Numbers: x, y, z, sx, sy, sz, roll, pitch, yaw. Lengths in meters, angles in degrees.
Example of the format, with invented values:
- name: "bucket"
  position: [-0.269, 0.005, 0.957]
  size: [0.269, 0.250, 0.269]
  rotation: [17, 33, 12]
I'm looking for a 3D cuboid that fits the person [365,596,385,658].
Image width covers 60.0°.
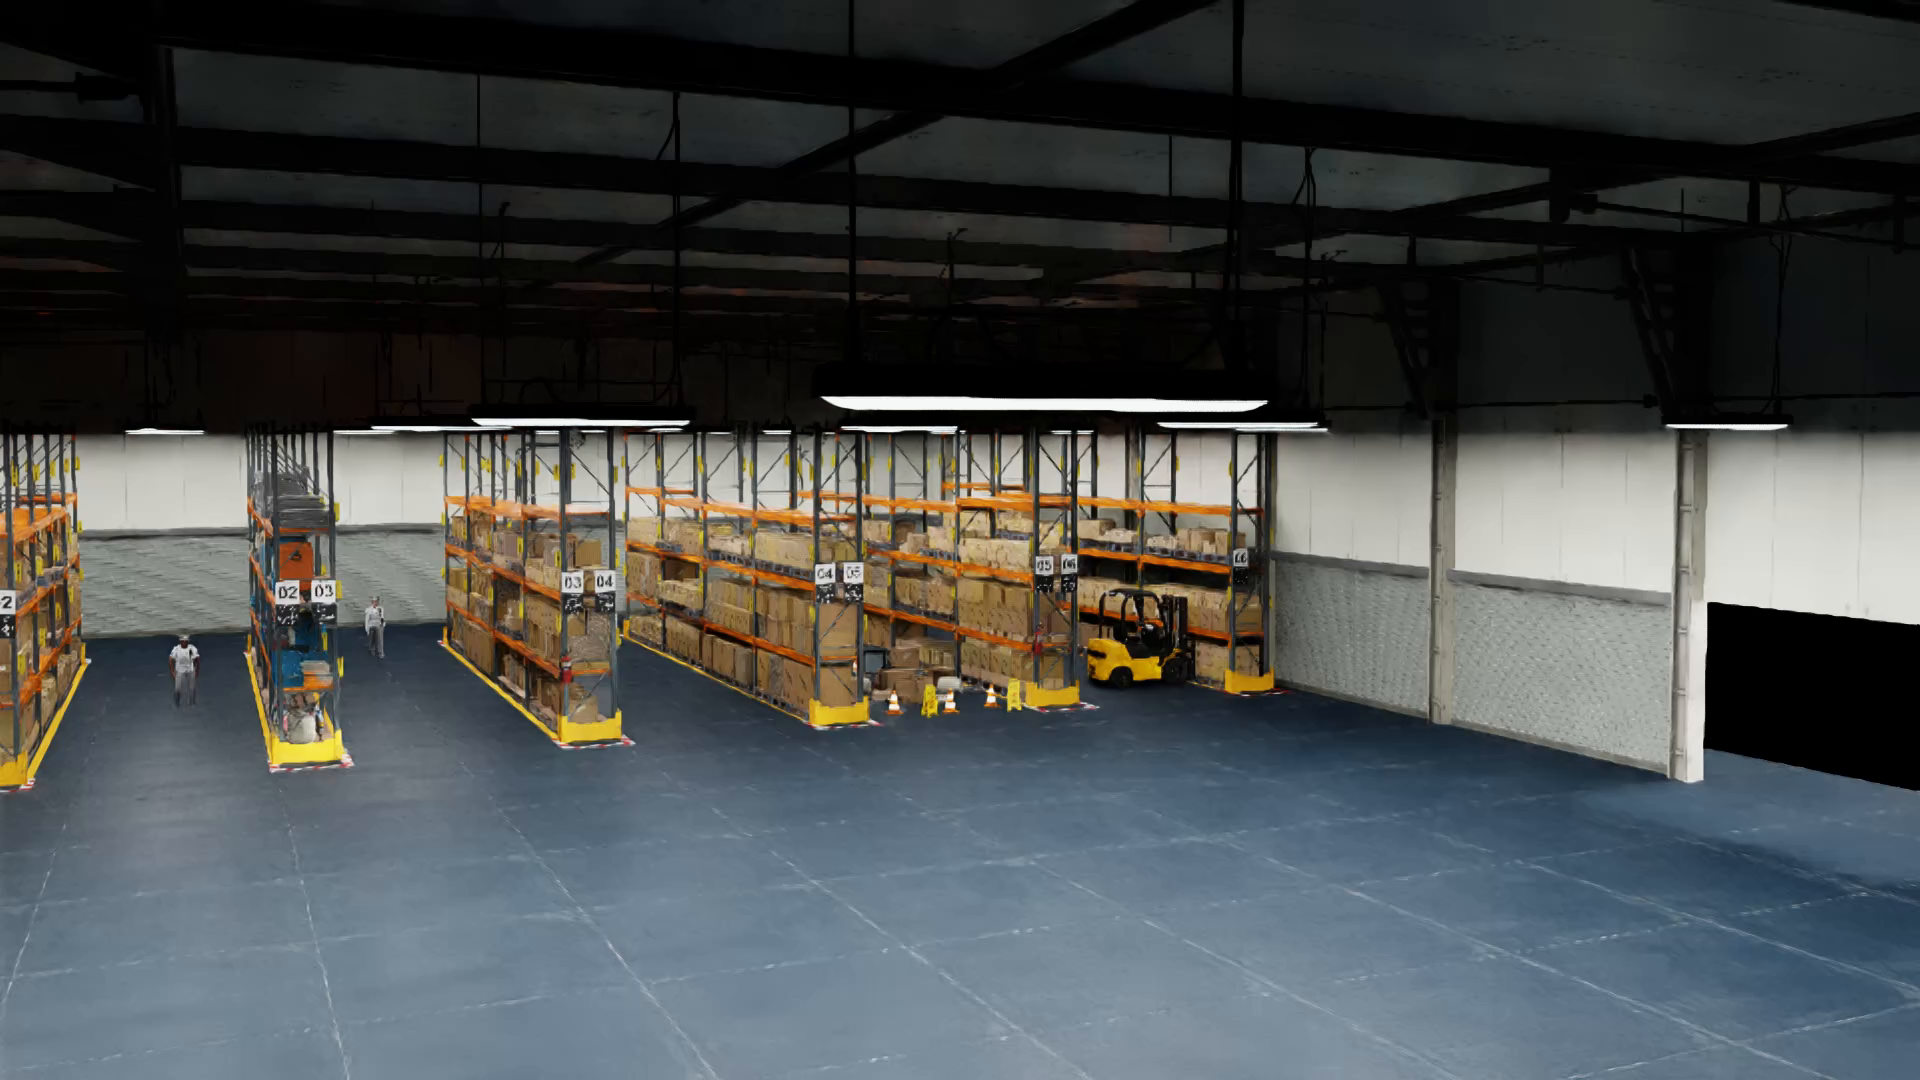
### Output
- name: "person"
  position: [-15.119, 2.225, 42.956]
  size: [0.489, 1.589, 1.086]
  rotation: [-1, 4, -22]

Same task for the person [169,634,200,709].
- name: "person"
  position: [-16.206, 2.743, 34.761]
  size: [0.592, 1.629, 0.532]
  rotation: [-2, 4, -27]

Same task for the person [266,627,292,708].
- name: "person"
  position: [-13.780, 2.569, 33.615]
  size: [0.473, 1.676, 0.536]
  rotation: [-2, 4, -32]

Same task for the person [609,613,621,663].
- name: "person"
  position: [-8.848, 2.279, 41.902]
  size: [0.533, 1.655, 0.441]
  rotation: [3, 5, 38]
